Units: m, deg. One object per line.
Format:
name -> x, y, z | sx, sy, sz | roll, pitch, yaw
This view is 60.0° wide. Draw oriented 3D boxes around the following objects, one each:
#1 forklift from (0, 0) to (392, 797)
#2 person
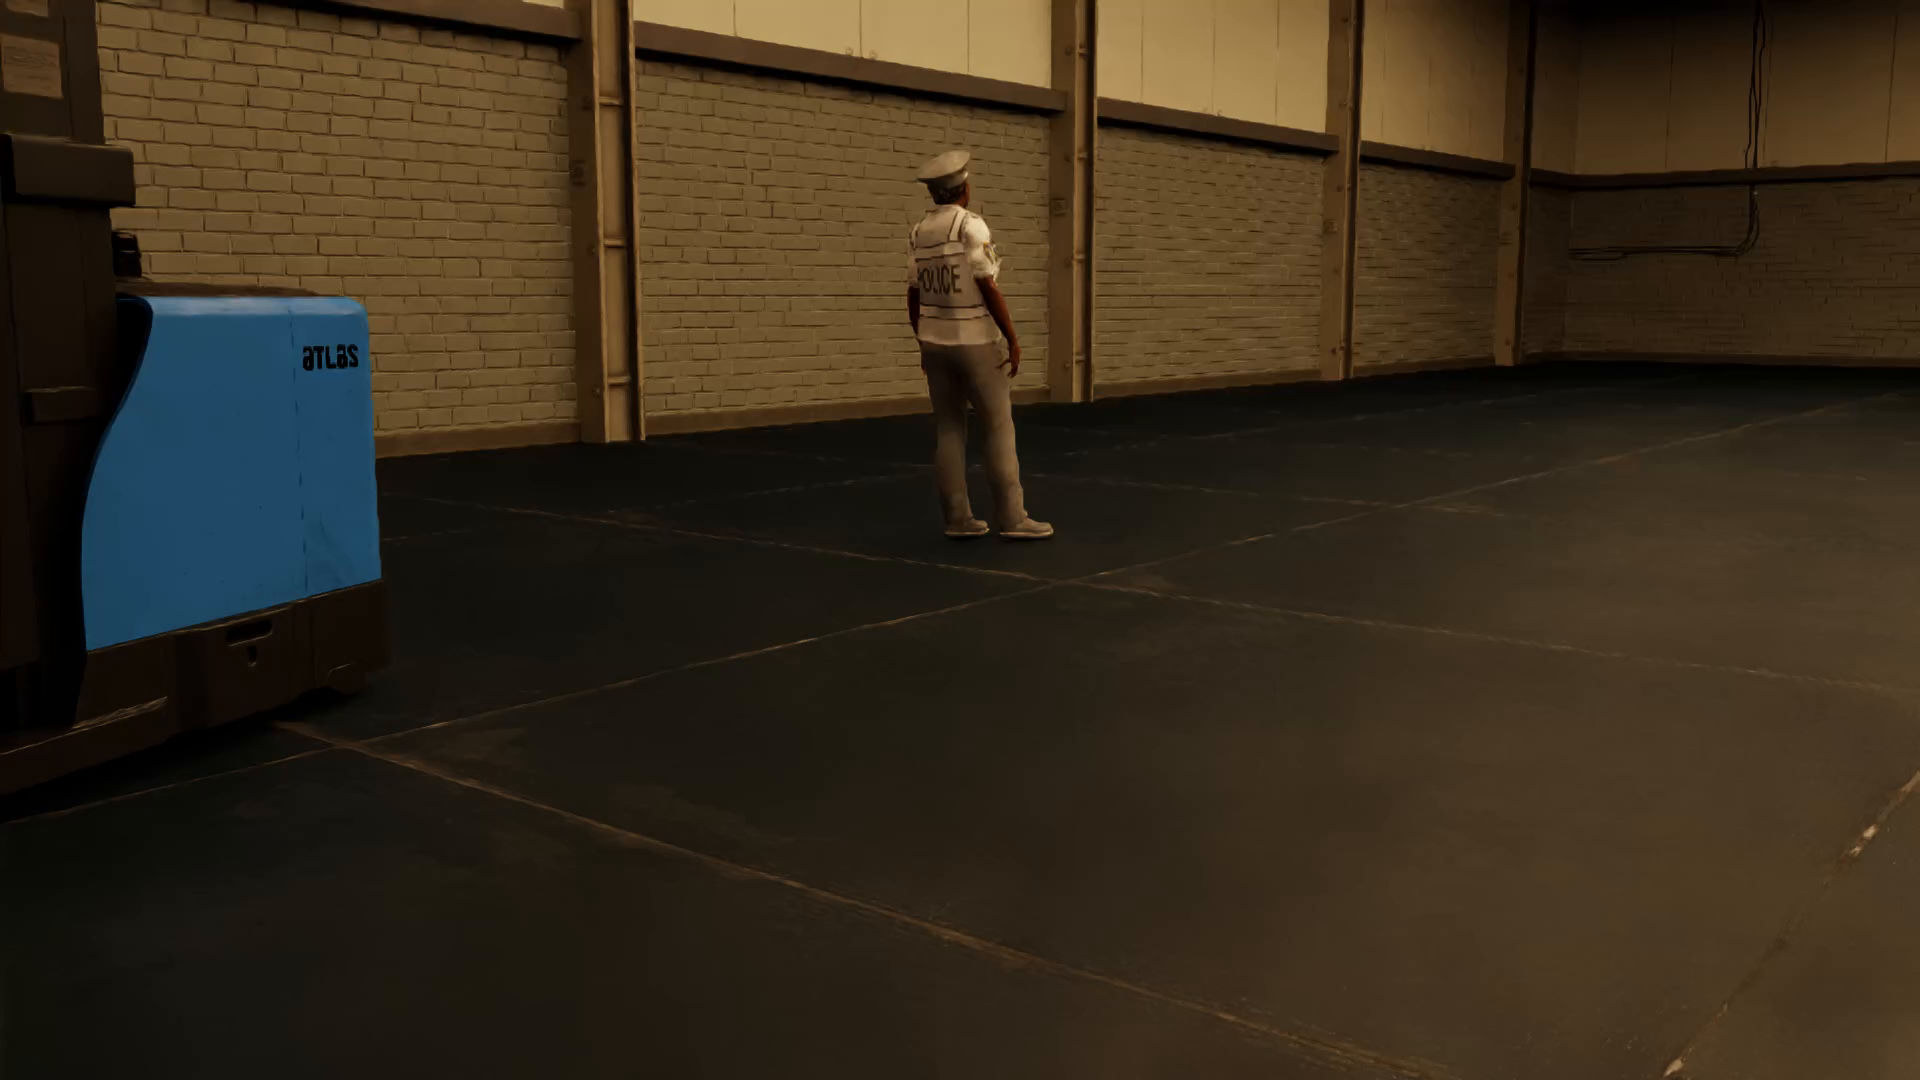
forklift -> -2.523, -0.862, 3.175 | 1.130, 2.935, 3.031 | 3, 9, 19
person -> 0.062, -0.851, 7.327 | 0.570, 1.691, 0.529 | 7, 11, 38
